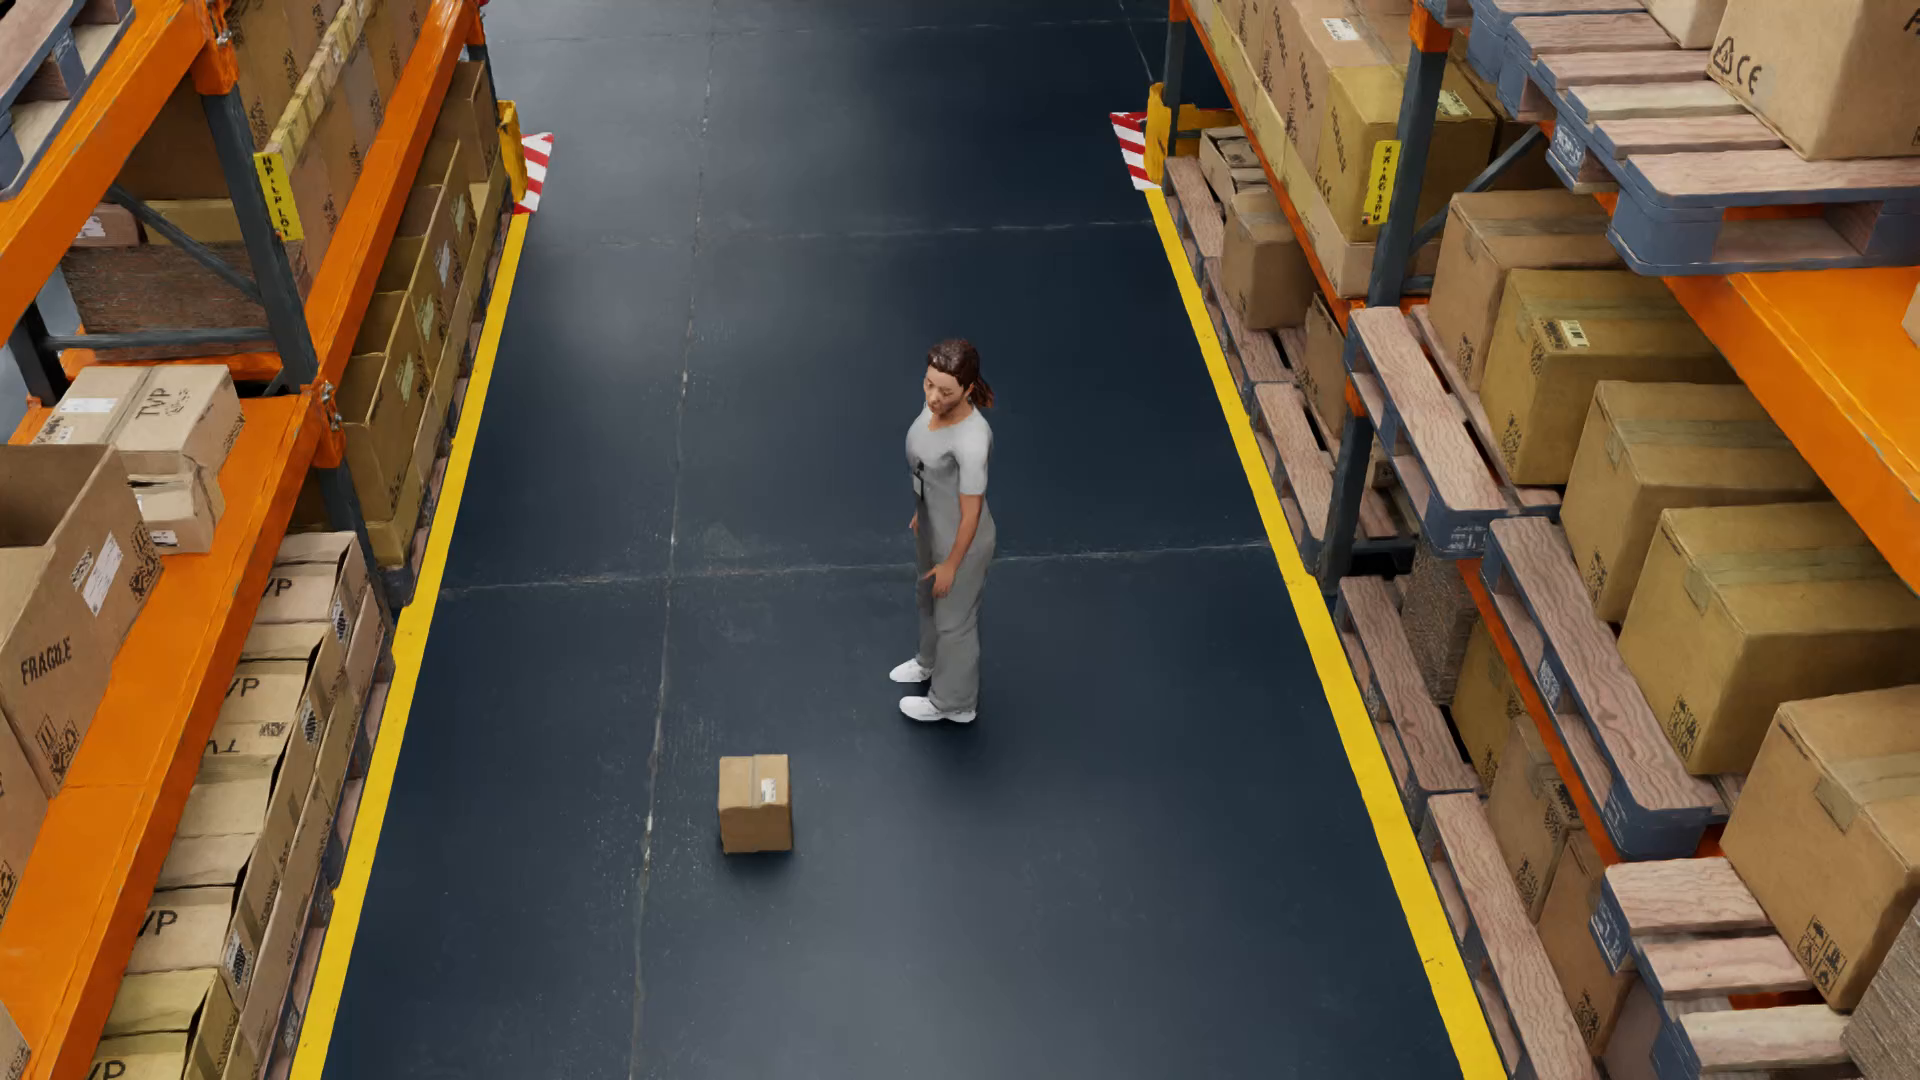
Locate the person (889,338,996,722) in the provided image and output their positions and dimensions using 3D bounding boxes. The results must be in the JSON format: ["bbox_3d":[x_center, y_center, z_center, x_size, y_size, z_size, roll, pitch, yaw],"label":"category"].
[{"bbox_3d":[-0.059,-0.004,6.158,0.398,1.708,0.481,-12,41,-15],"label":"person"}]
